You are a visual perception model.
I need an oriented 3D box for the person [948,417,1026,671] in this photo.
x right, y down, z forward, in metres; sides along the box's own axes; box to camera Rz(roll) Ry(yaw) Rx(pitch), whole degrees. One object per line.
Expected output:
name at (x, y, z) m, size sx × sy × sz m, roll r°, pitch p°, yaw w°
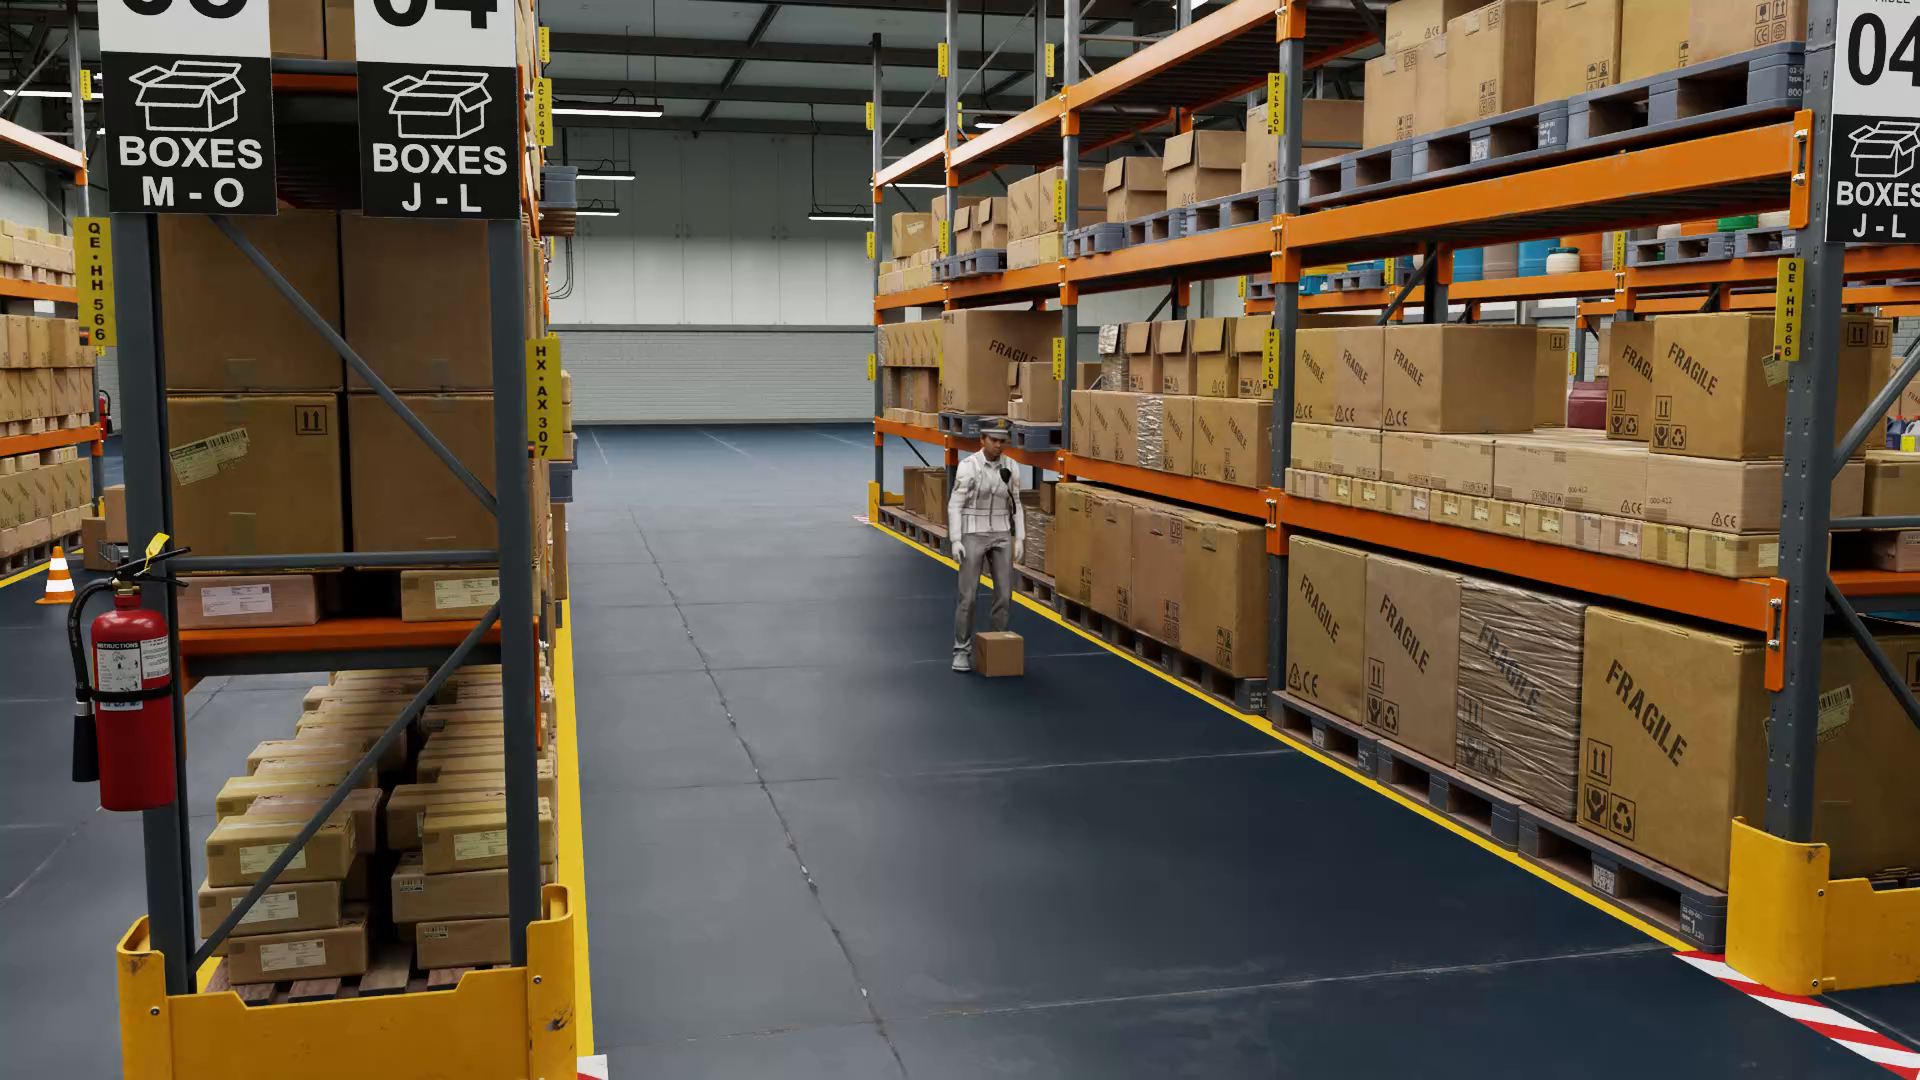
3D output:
person at (0.181, 0.018, 11.004) m, size 0.541 × 1.662 × 0.374 m, roll -2°, pitch 7°, yaw -18°
